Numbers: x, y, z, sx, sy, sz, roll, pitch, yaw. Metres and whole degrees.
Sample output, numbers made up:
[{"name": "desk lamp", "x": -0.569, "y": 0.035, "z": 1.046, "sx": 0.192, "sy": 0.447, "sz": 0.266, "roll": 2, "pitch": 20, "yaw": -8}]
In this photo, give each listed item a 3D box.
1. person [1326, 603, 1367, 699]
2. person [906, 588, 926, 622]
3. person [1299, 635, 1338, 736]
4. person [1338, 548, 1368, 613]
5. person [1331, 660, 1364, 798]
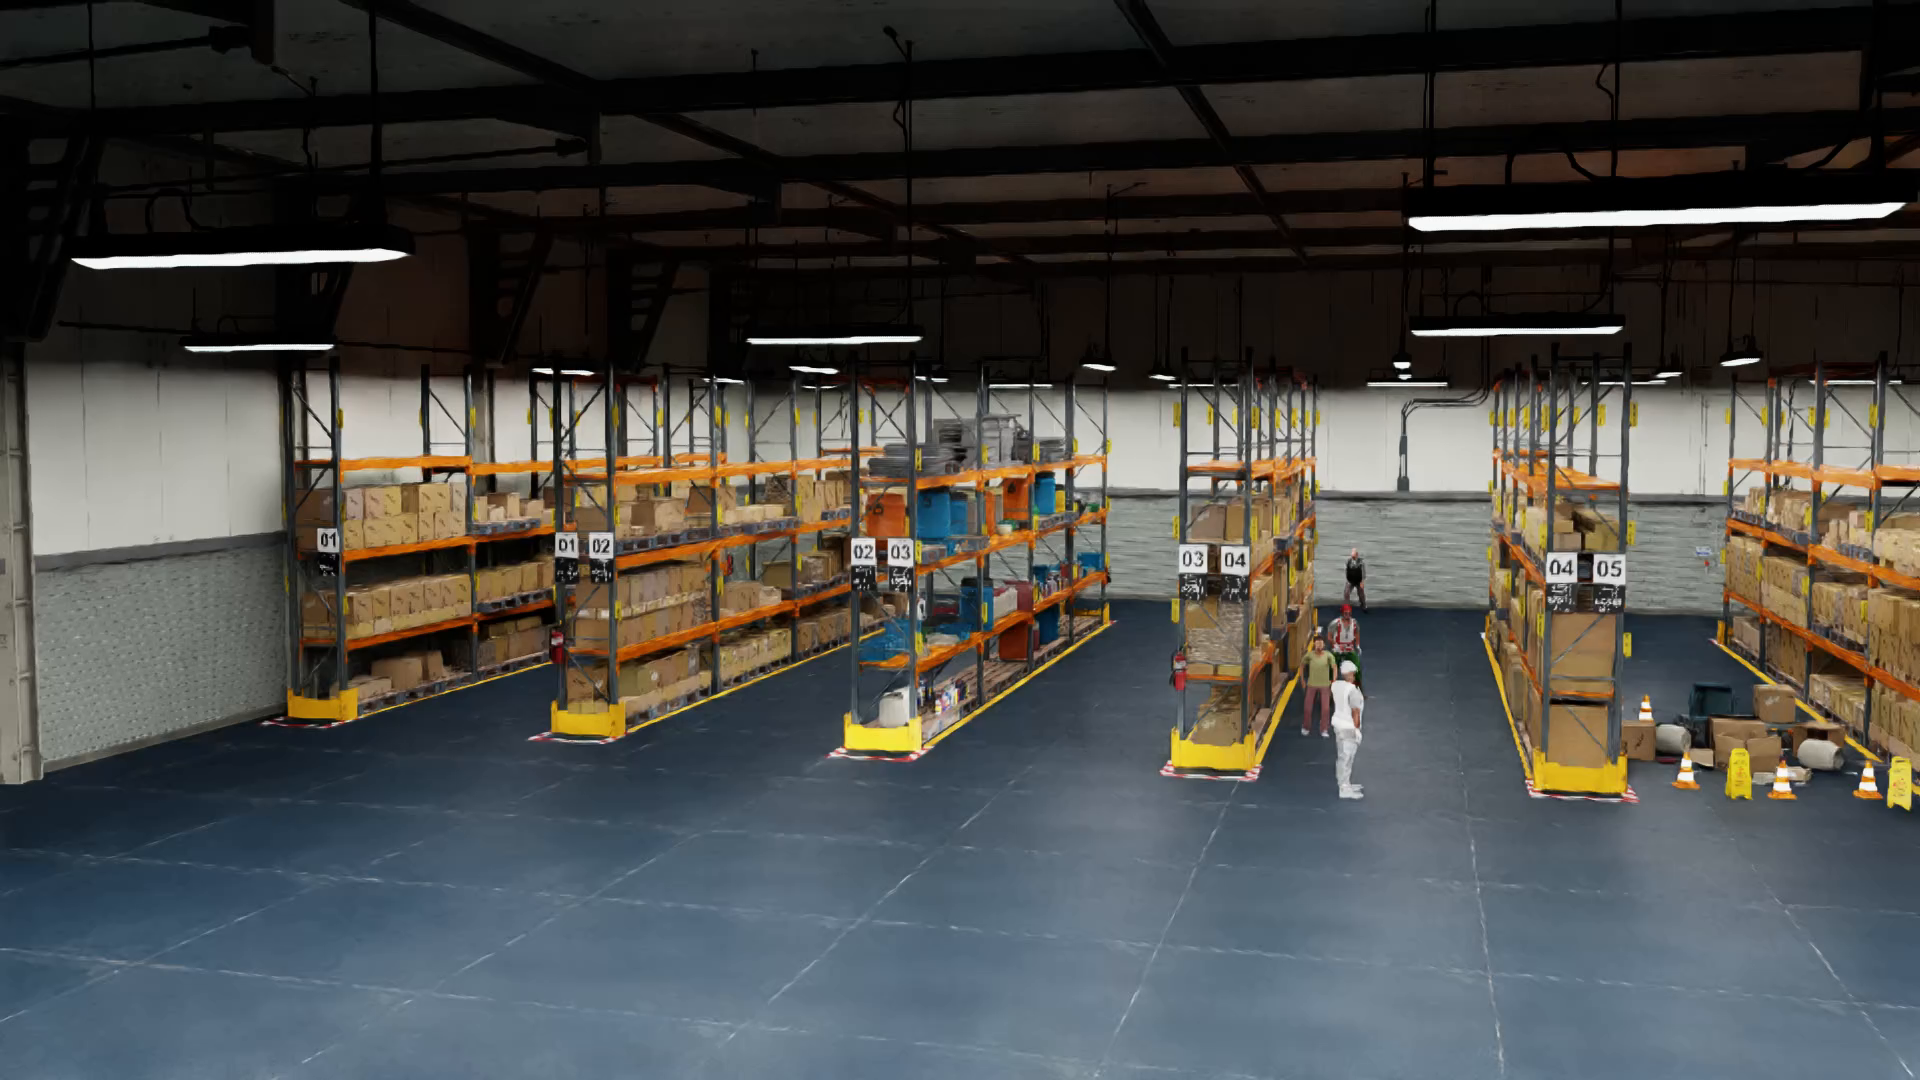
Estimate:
[{"name": "person", "x": 6.829, "y": 1.964, "z": 29.554, "sx": 0.686, "sy": 1.716, "sz": 0.838, "roll": 0, "pitch": 4, "yaw": 0}, {"name": "person", "x": -0.842, "y": 1.748, "z": 33.389, "sx": 0.497, "sy": 1.583, "sz": 1.090, "roll": 1, "pitch": 4, "yaw": 17}, {"name": "person", "x": 5.624, "y": 2.284, "z": 26.118, "sx": 0.598, "sy": 1.619, "sz": 0.507, "roll": 1, "pitch": 4, "yaw": 13}, {"name": "person", "x": 10.089, "y": 1.052, "z": 42.500, "sx": 0.577, "sy": 1.674, "sz": 0.951, "roll": 3, "pitch": 5, "yaw": 39}, {"name": "person", "x": 5.120, "y": 2.480, "z": 21.998, "sx": 0.356, "sy": 1.783, "sz": 0.618, "roll": -1, "pitch": 4, "yaw": -13}]
